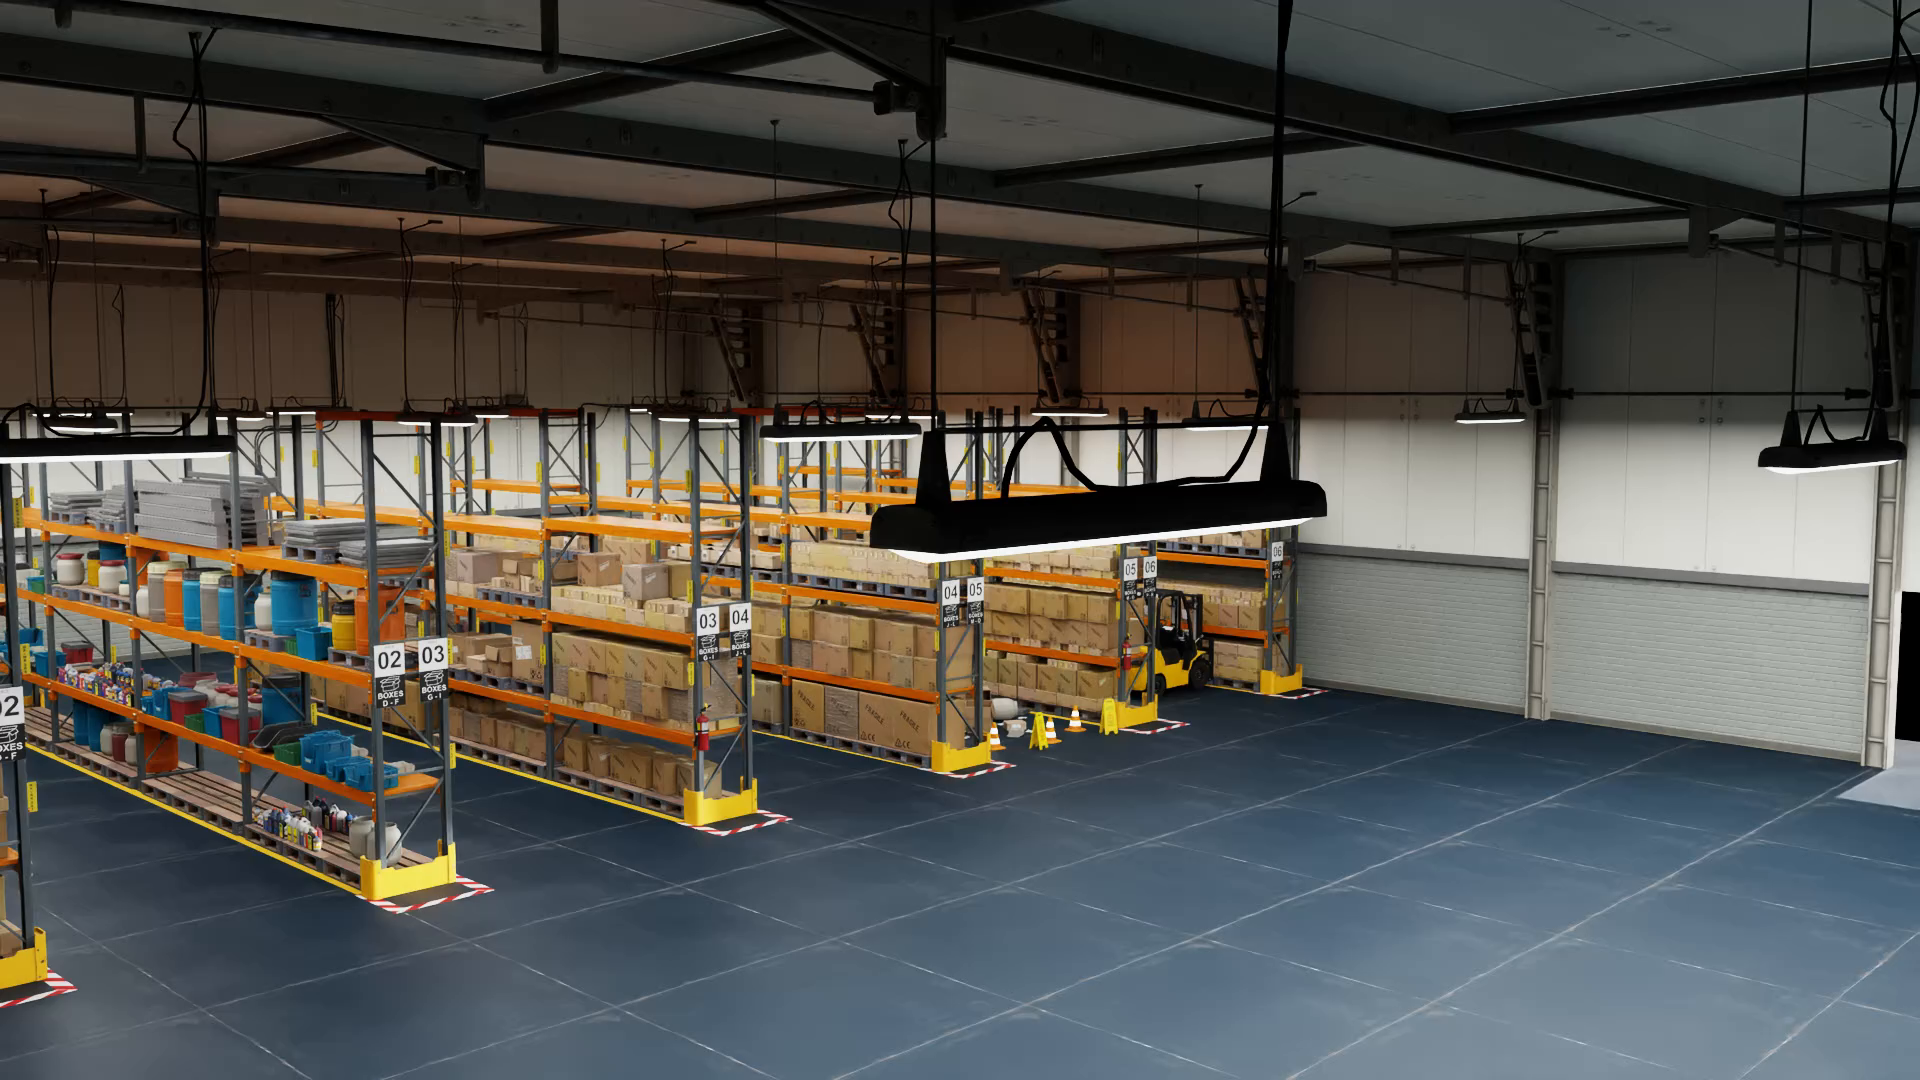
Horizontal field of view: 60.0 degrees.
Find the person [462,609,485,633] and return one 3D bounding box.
[{"bbox_3d":[-10.395,2.311,35.322,0.527,1.777,0.681,4,6,35],"label":"person"}]

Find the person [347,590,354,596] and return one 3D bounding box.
[{"bbox_3d":[-14.883,1.970,40.495,0.599,1.561,0.750,-4,6,-35],"label":"person"}]
